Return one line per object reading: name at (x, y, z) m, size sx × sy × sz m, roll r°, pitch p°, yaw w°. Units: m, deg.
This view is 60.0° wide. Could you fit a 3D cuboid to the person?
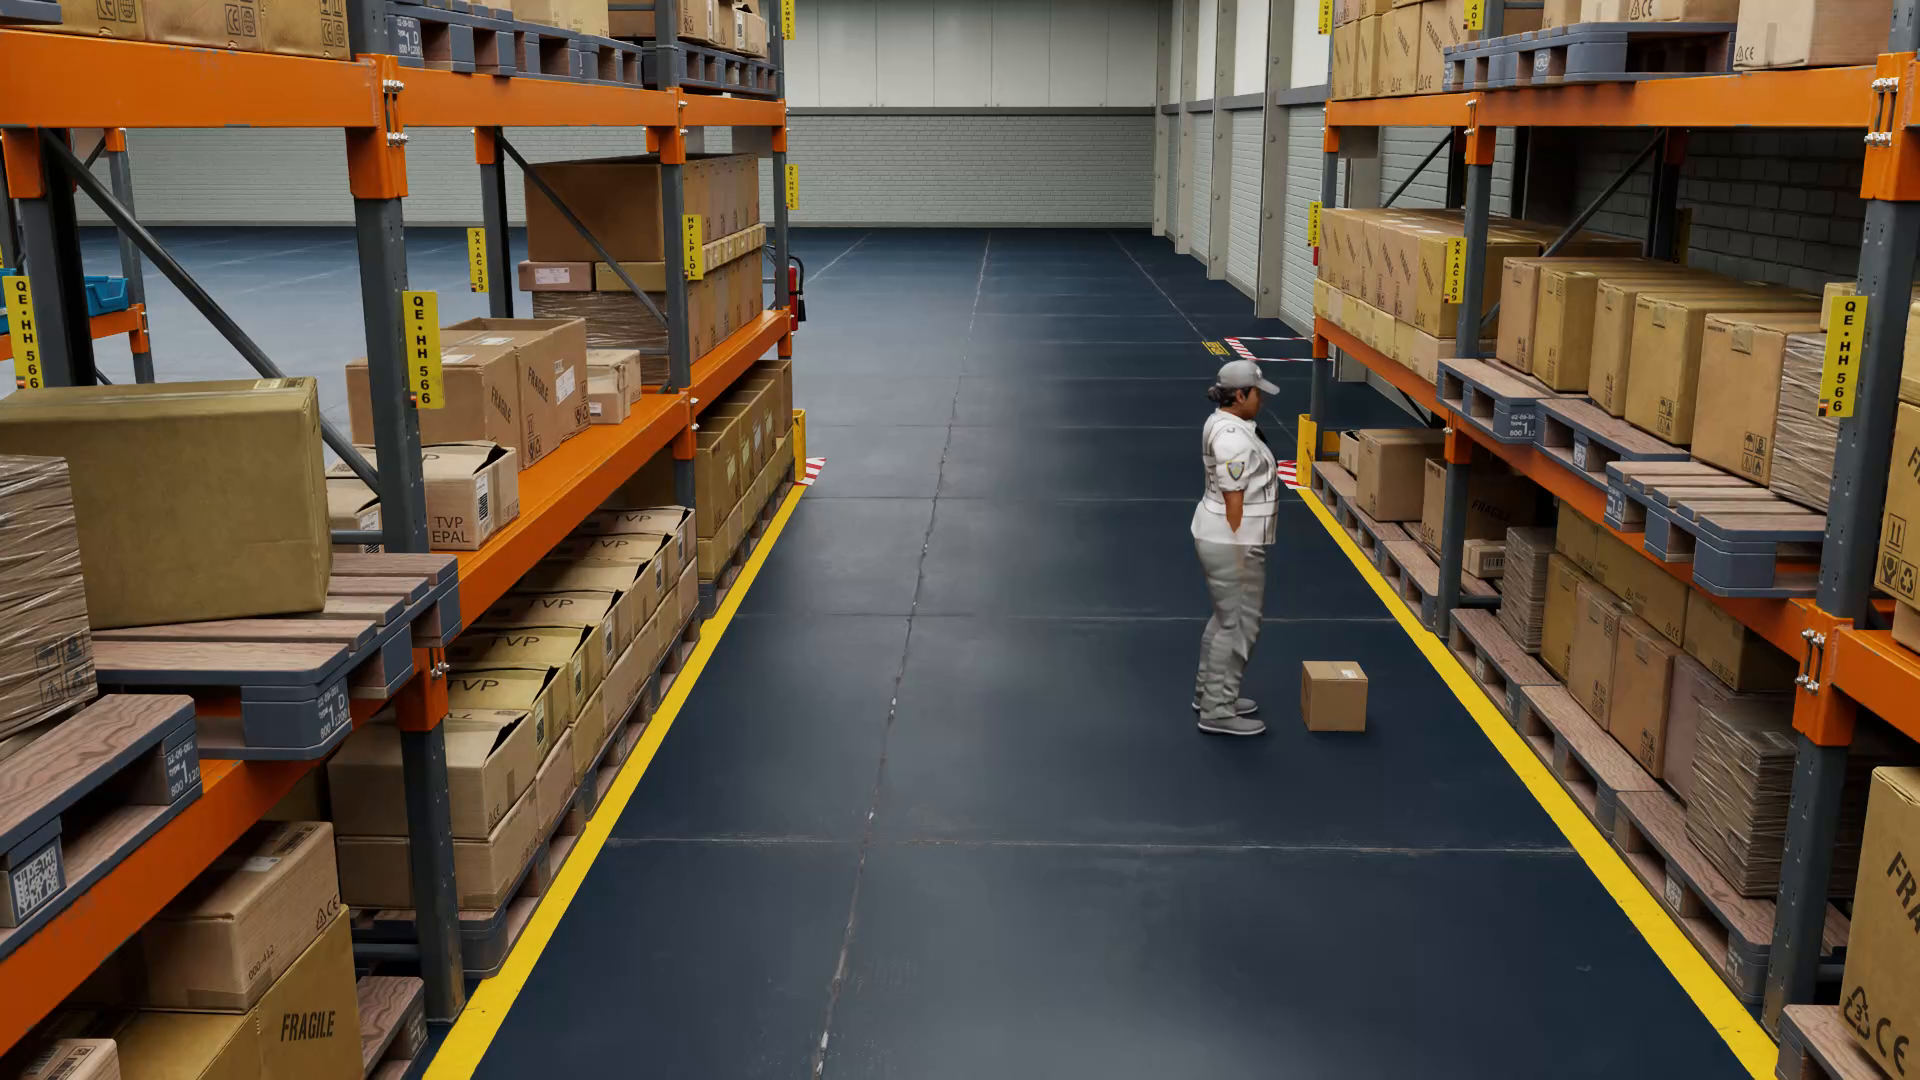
person at (1.222, 0.025, 7.429) m, size 0.389 × 1.656 × 0.472 m, roll 1°, pitch 14°, yaw 3°
